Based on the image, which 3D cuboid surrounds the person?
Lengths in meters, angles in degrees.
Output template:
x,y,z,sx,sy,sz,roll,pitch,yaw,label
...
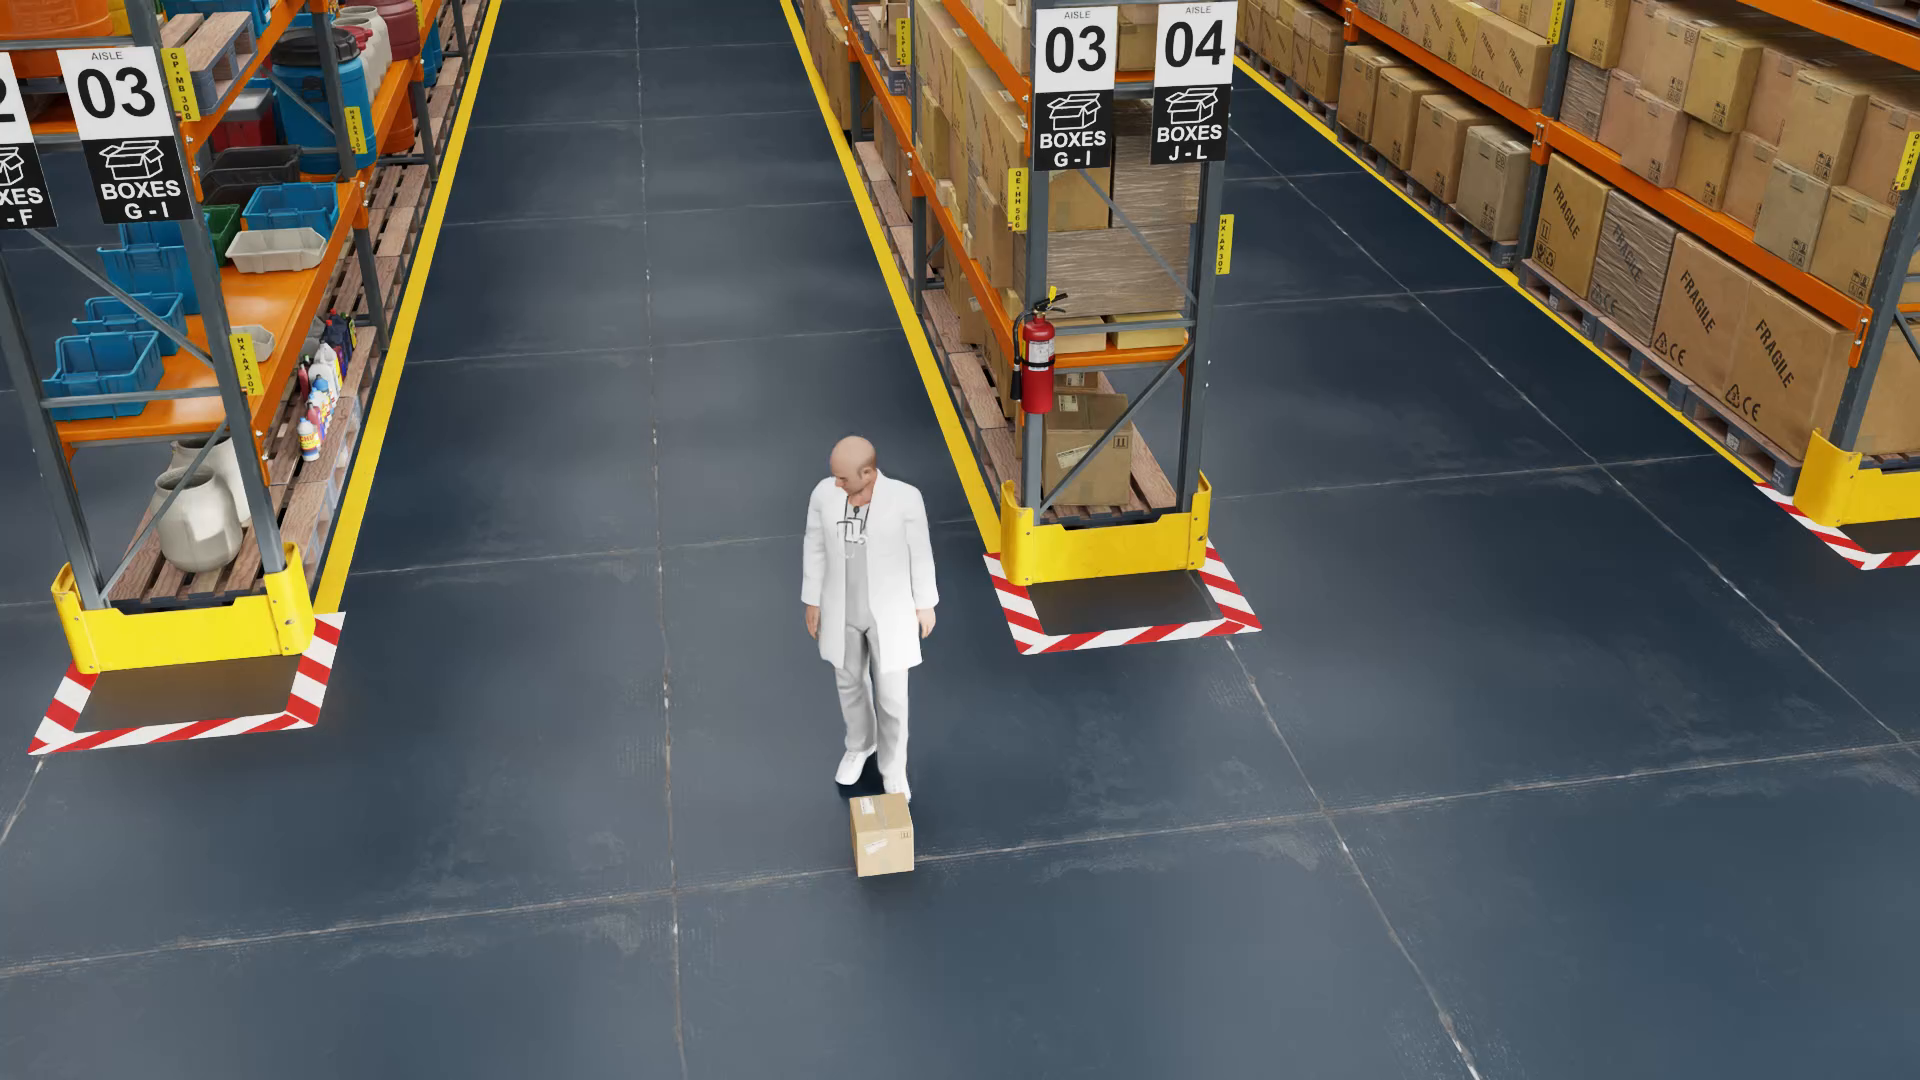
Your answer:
x,y,z,sx,sy,sz,roll,pitch,yaw,label
-0.434,0.375,7.544,0.621,1.848,0.428,8,31,13,person
